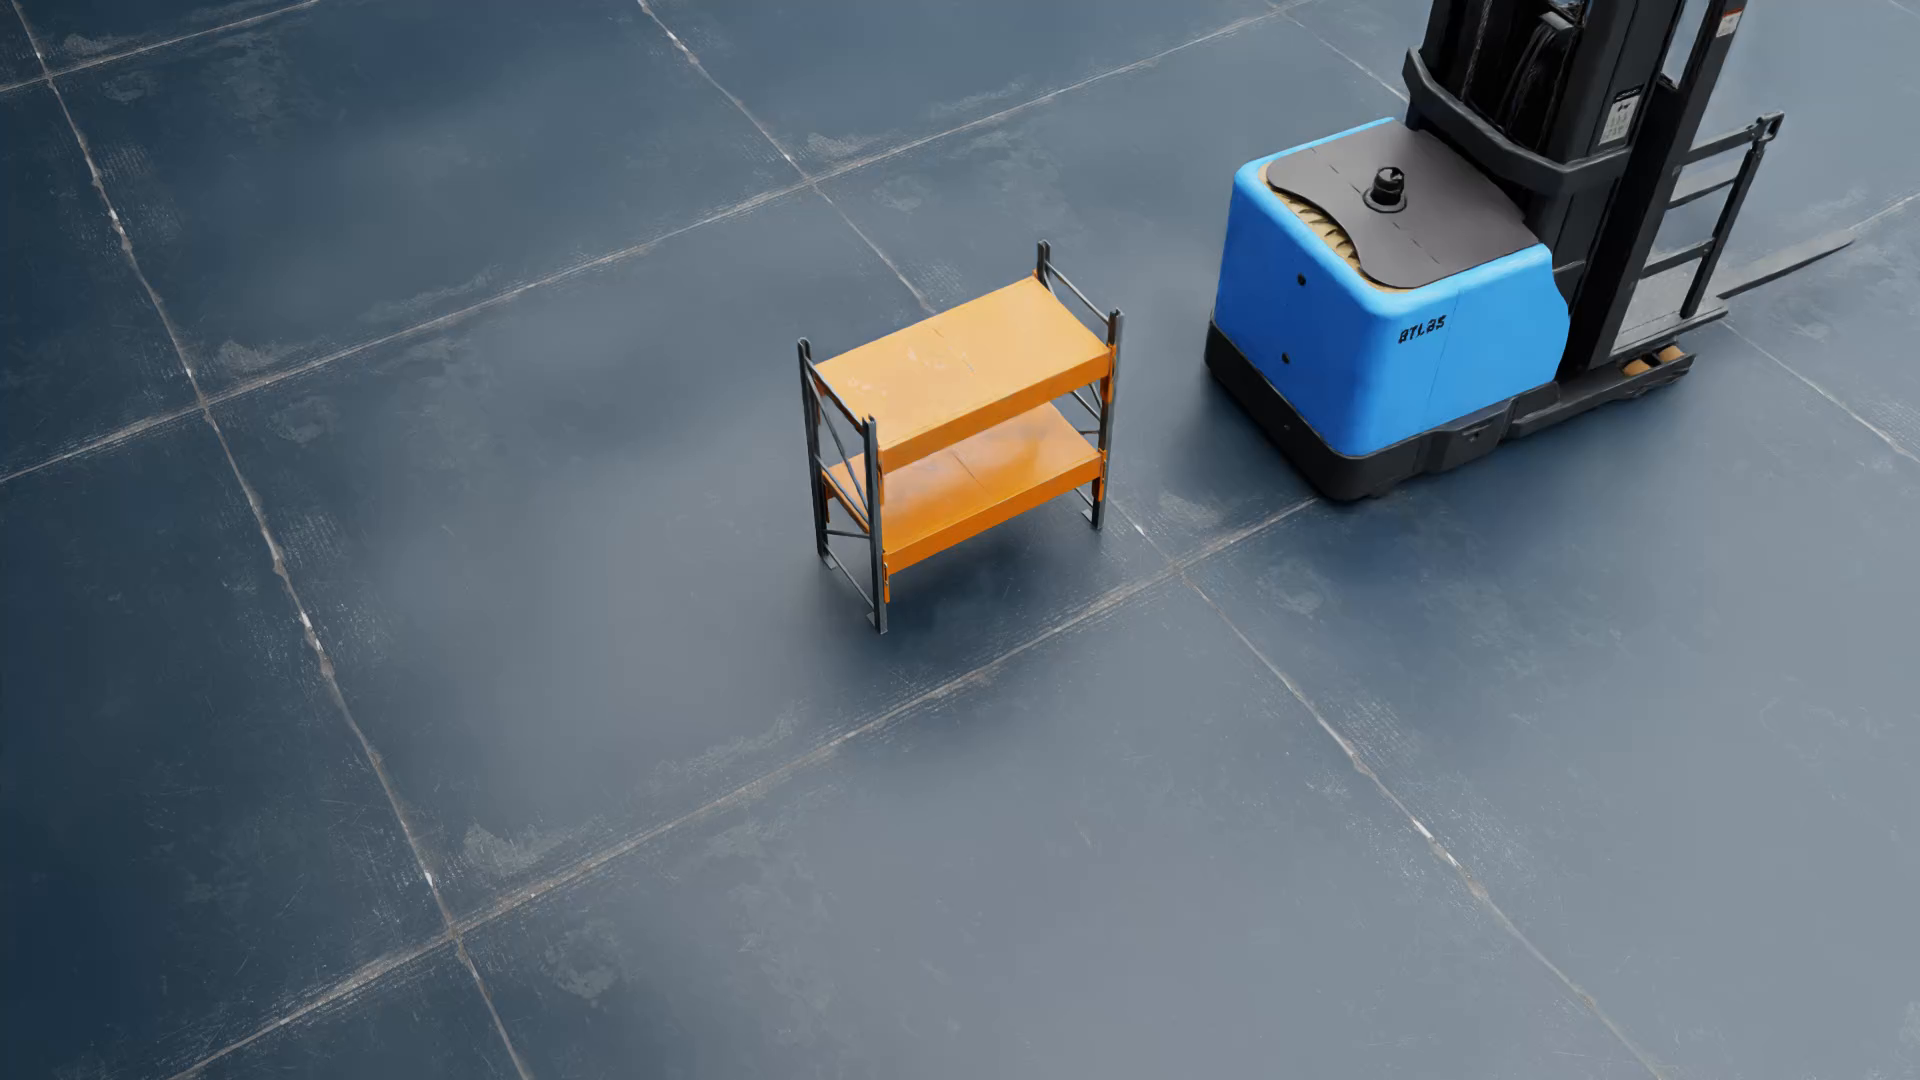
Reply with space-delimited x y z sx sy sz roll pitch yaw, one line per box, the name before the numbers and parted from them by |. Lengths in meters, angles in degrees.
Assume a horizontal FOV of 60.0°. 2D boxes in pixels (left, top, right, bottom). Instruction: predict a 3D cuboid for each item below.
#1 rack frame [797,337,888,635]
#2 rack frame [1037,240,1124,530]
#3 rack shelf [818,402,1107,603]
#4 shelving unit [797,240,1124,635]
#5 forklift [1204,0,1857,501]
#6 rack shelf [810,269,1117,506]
rack frame | -0.424 -0.174 6.097 0.032 1.125 0.500 -25 53 -21
rack frame | 0.436 -0.579 6.458 0.032 1.125 0.500 -25 53 -21
rack shelf | 0.006 -0.214 6.460 1.000 0.278 0.538 -25 53 -21
shelving unit | 0.006 -0.377 6.278 1.048 1.125 0.538 -25 53 -21
forklift | 2.622 -1.924 6.446 3.031 2.935 1.130 -21 52 -18
rack shelf | 0.006 -0.571 6.059 1.000 0.278 0.538 -25 53 -21
